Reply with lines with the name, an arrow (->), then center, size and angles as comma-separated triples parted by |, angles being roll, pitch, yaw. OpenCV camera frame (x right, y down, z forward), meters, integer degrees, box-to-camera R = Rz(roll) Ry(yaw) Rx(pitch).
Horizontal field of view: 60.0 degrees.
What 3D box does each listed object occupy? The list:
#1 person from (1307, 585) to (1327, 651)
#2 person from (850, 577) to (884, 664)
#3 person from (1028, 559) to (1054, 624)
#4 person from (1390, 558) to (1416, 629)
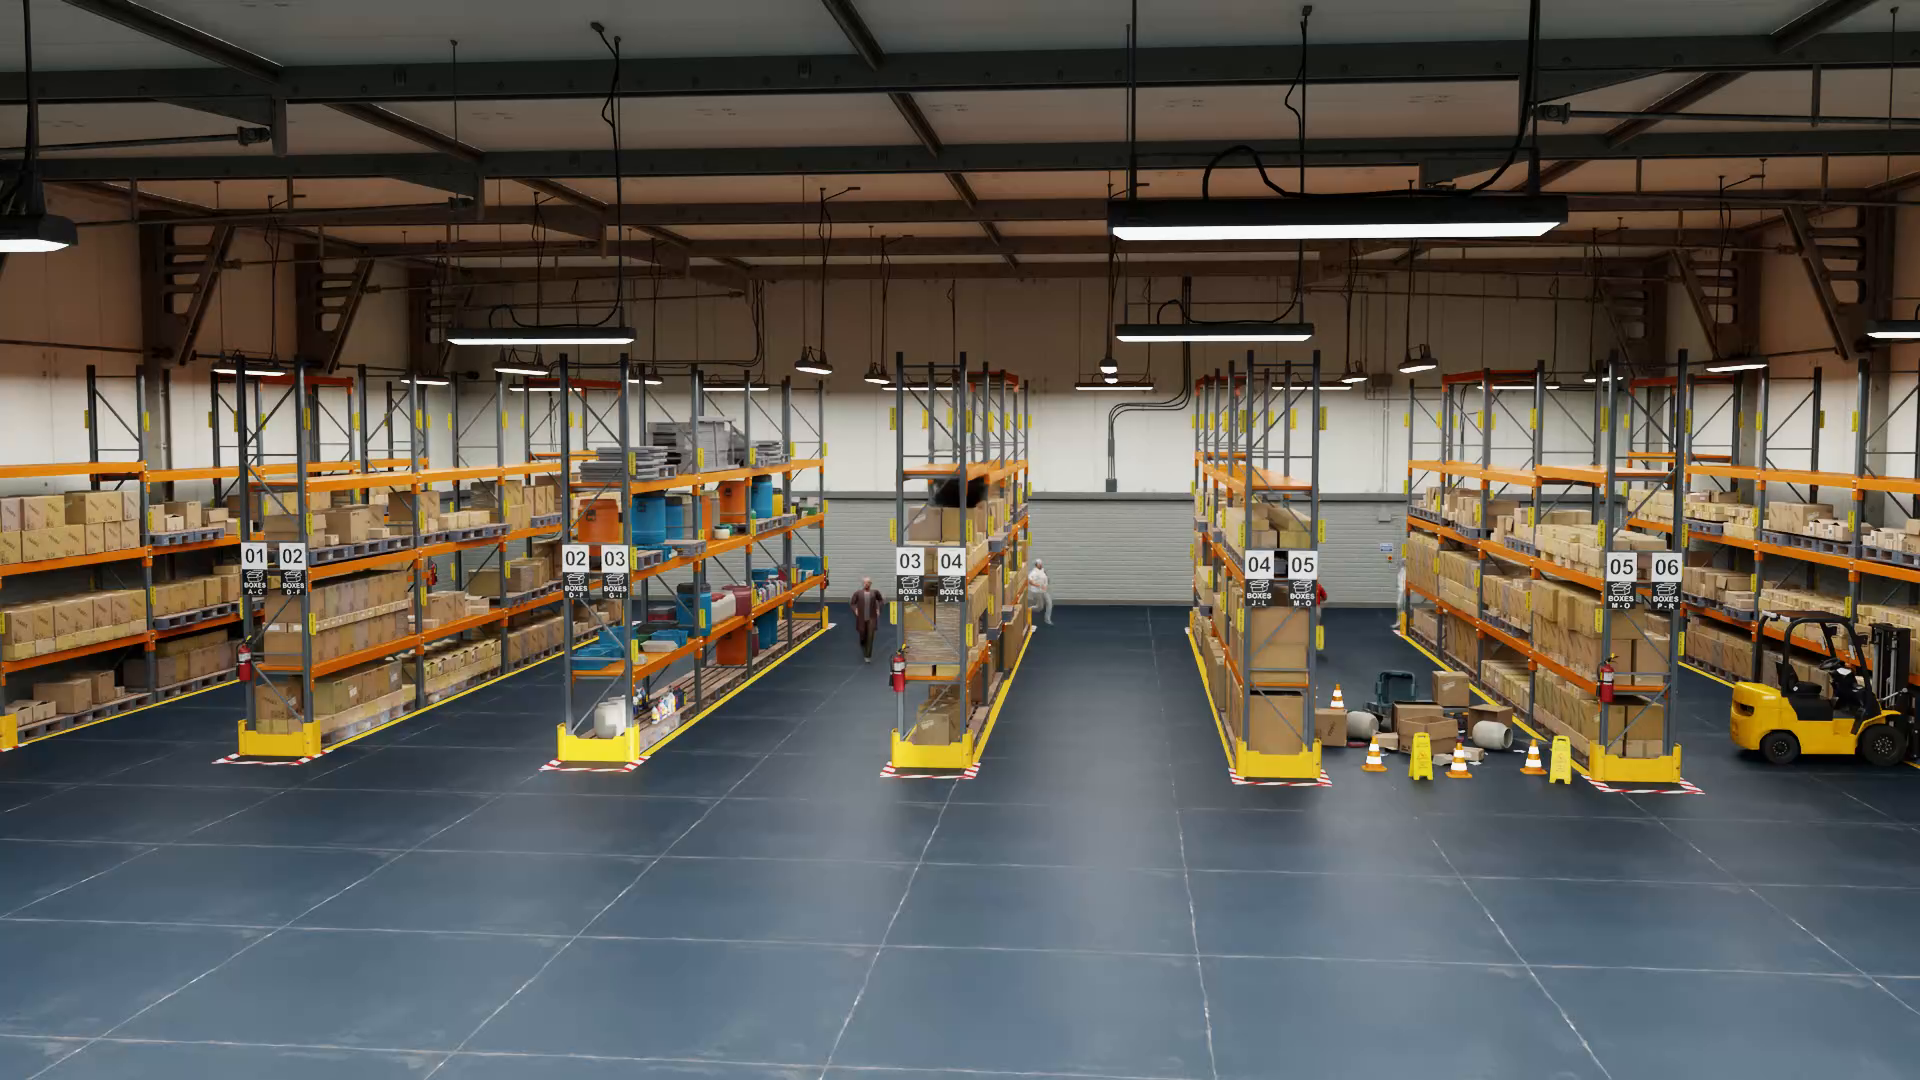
person -> 7.637, 1.602, 35.976 | 0.653, 1.733, 0.837 | -1, 4, -17
person -> -1.945, 1.661, 34.771 | 0.710, 1.764, 0.918 | 0, 4, -4
person -> 1.929, 1.288, 41.258 | 0.747, 1.661, 0.647 | 3, 5, 39
person -> 10.865, 1.261, 40.363 | 0.849, 1.765, 0.683 | 0, 4, -5
